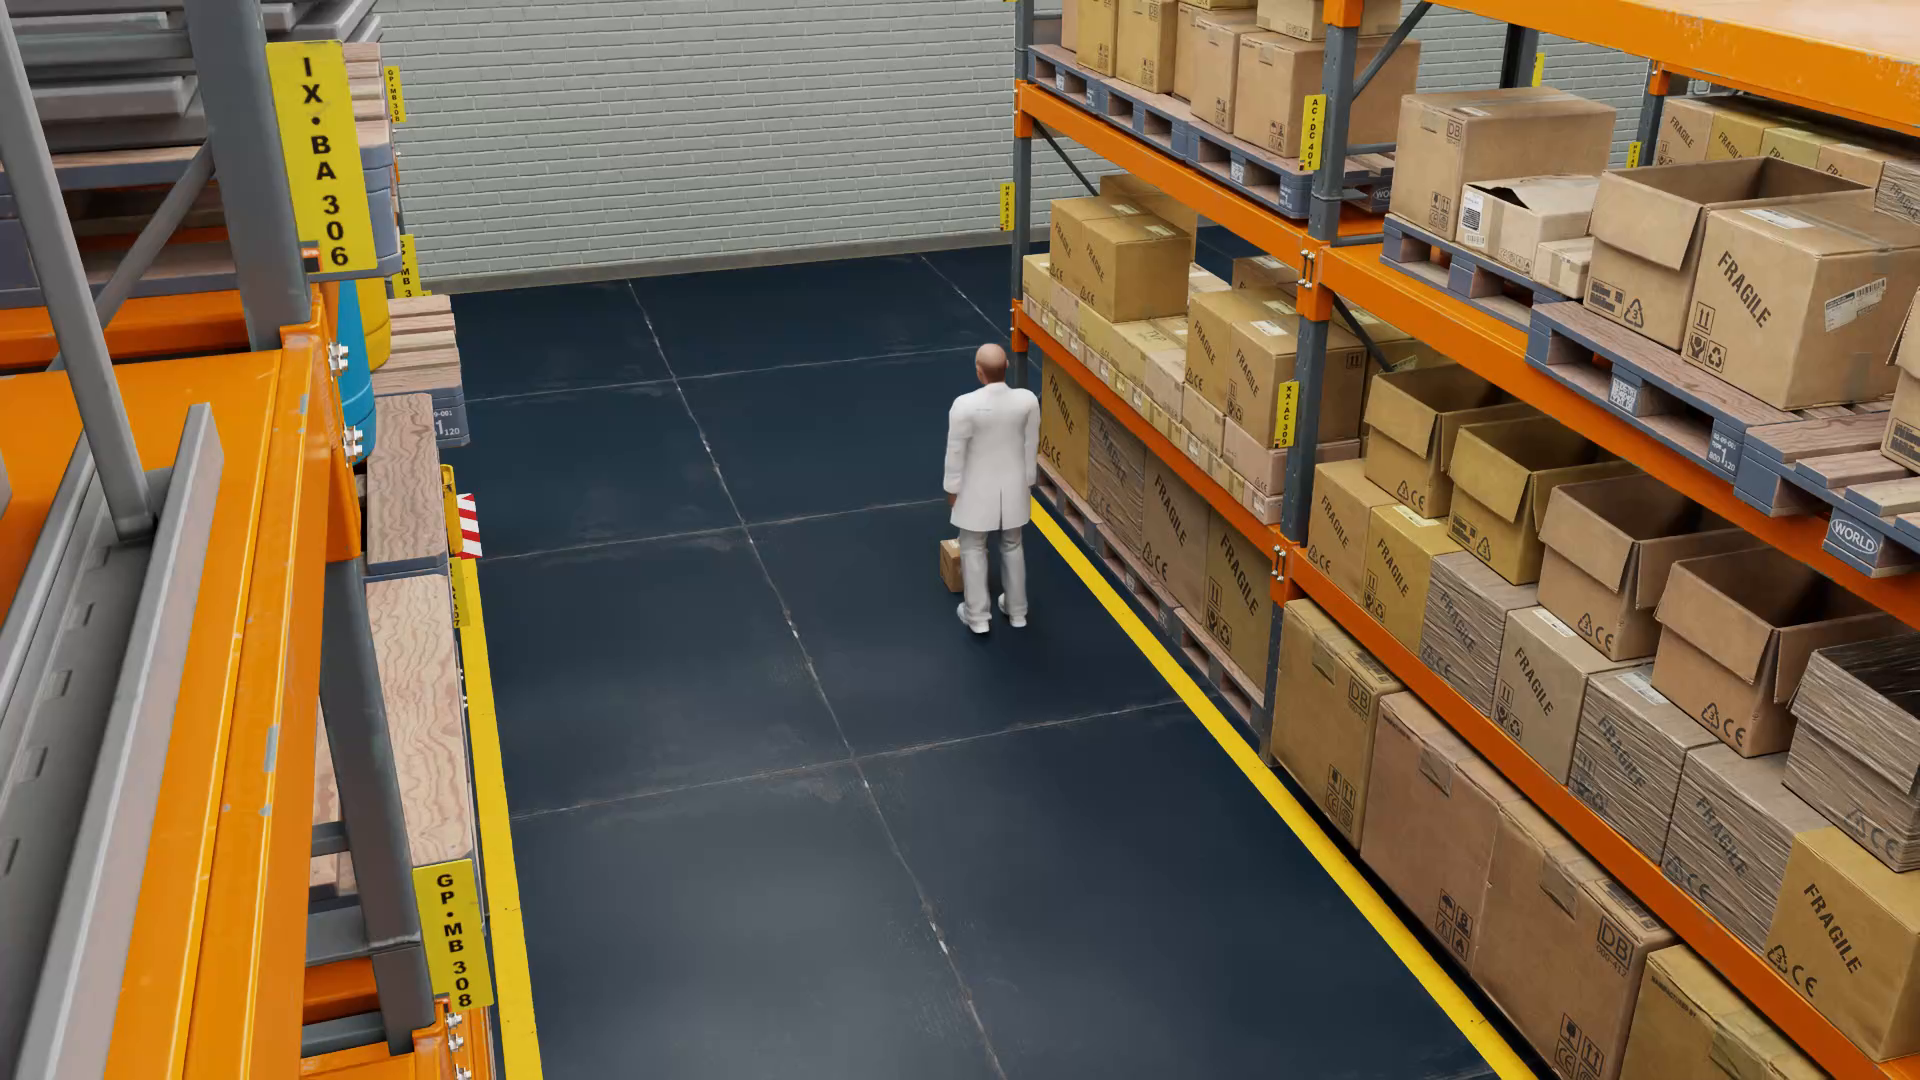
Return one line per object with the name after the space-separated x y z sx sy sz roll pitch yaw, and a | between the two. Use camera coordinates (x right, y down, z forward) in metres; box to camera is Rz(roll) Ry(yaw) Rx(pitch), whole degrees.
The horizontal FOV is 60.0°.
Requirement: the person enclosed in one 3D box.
0.174 -0.308 9.781 0.562 1.783 0.384 -8 27 -15 | person
